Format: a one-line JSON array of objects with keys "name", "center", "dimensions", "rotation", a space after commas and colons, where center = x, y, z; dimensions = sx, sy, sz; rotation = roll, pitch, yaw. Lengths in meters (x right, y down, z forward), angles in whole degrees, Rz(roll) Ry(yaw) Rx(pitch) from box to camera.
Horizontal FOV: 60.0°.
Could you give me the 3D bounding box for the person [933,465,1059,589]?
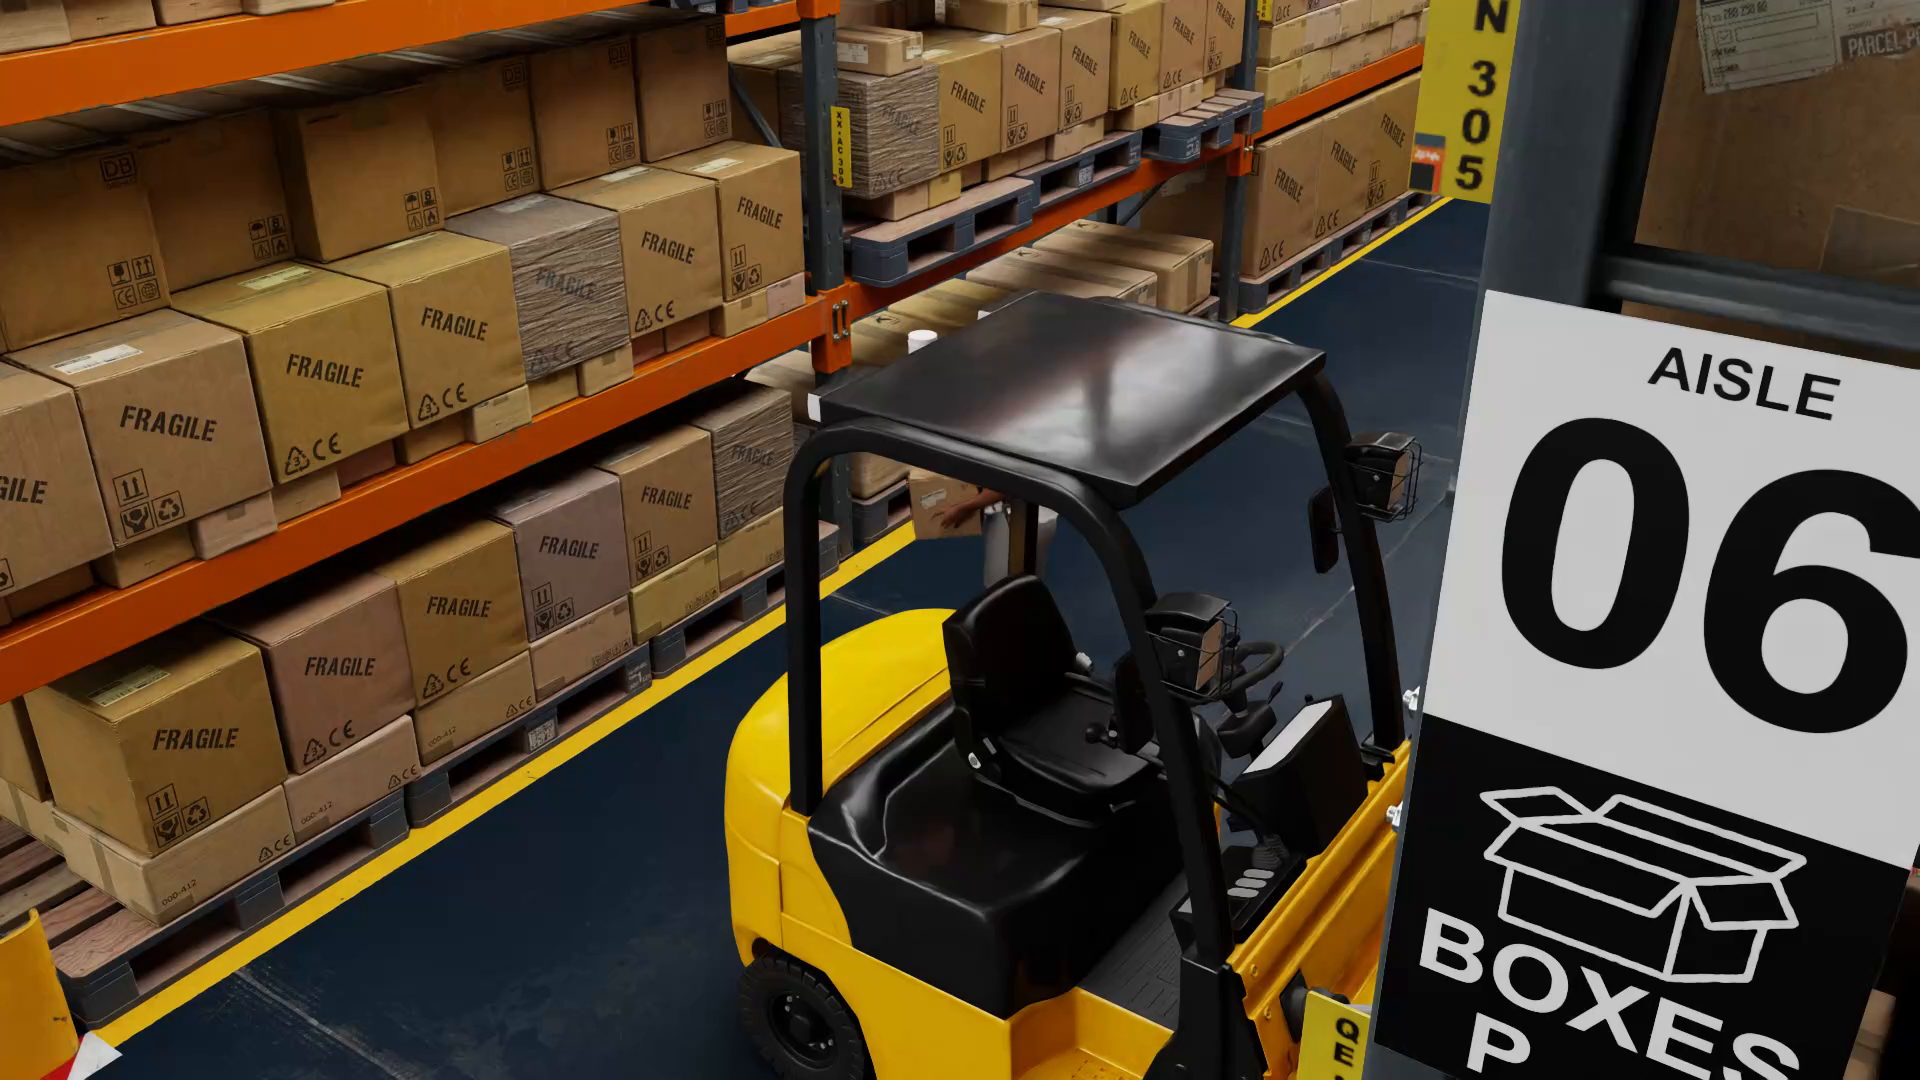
[{"name": "person", "center": [0.160, -0.103, 6.274], "dimensions": [0.522, 1.702, 0.474], "rotation": [1, 27, 2]}]
